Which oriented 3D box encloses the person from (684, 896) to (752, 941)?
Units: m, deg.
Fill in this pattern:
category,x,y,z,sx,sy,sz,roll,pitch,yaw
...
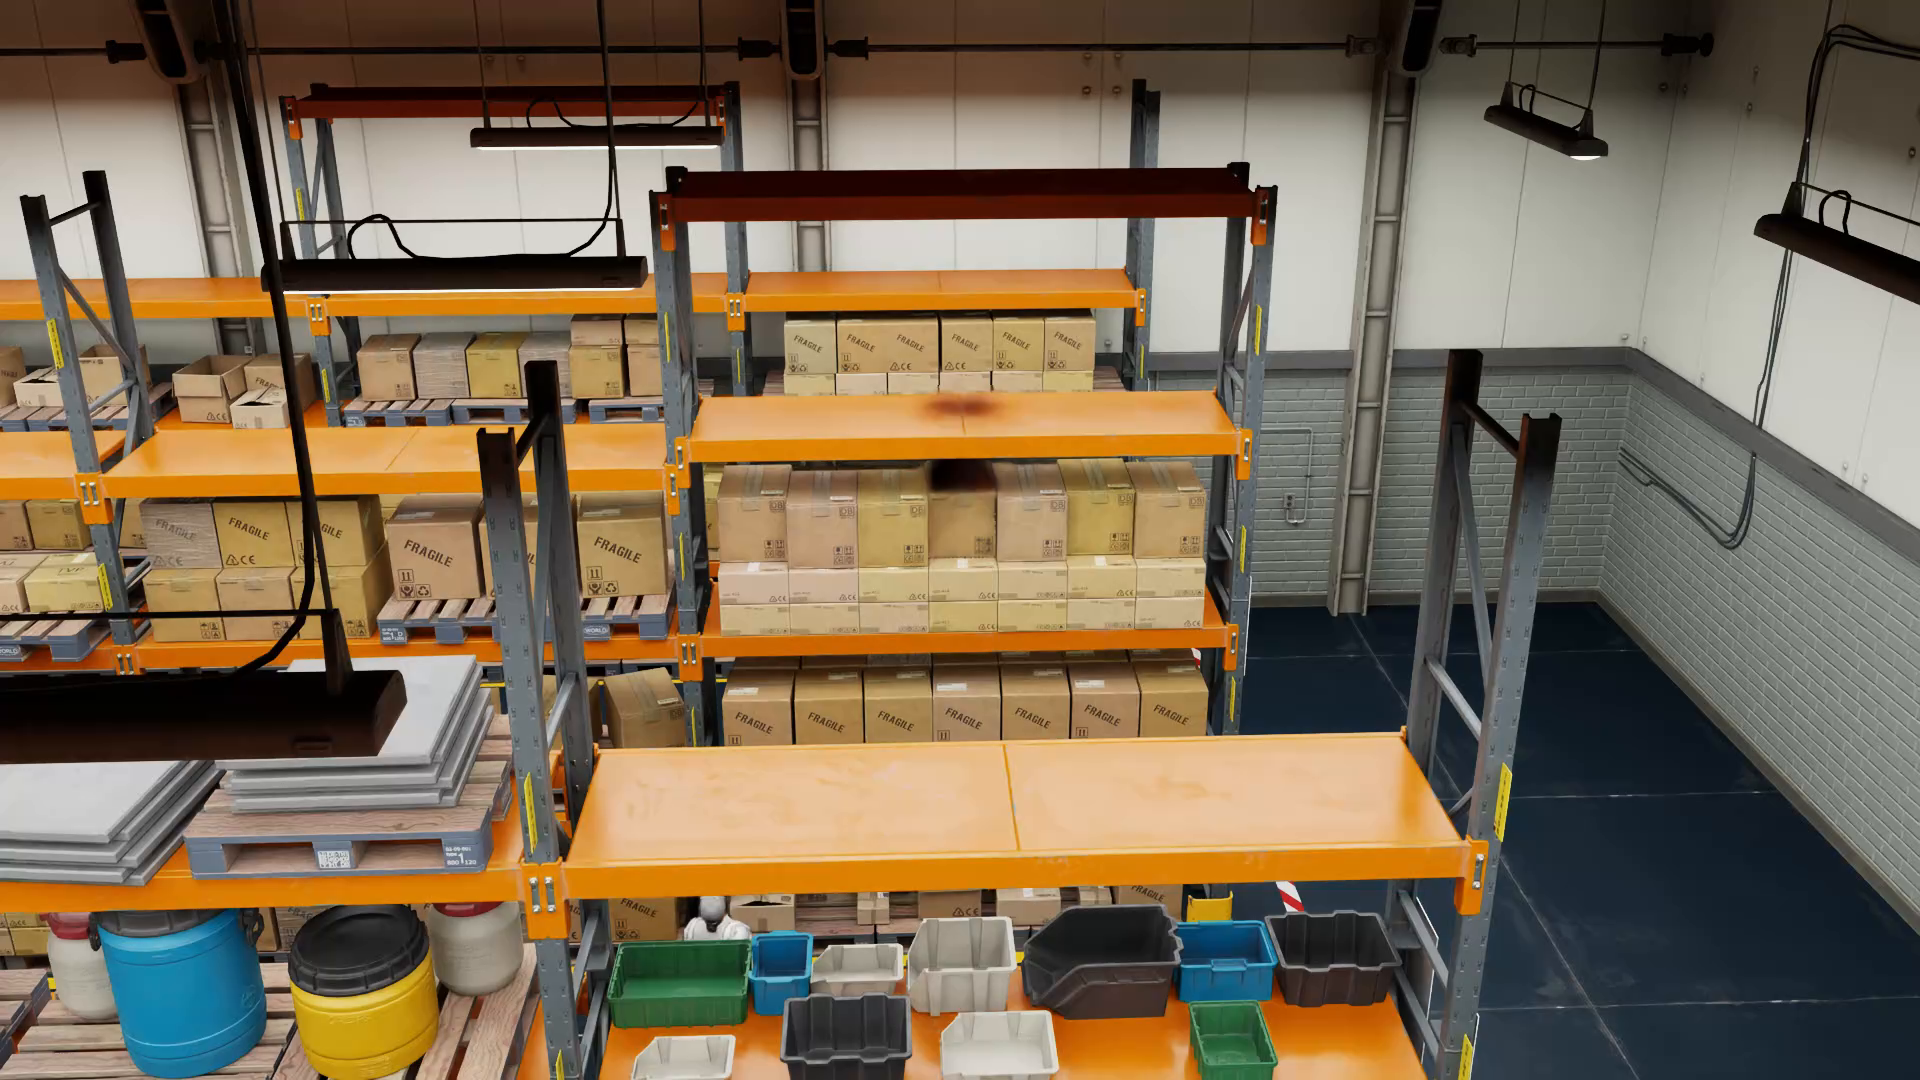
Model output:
category,x,y,z,sx,sy,sz,roll,pitch,yaw
person,-1.642,3.069,11.453,0.507,1.644,0.432,12,25,27
